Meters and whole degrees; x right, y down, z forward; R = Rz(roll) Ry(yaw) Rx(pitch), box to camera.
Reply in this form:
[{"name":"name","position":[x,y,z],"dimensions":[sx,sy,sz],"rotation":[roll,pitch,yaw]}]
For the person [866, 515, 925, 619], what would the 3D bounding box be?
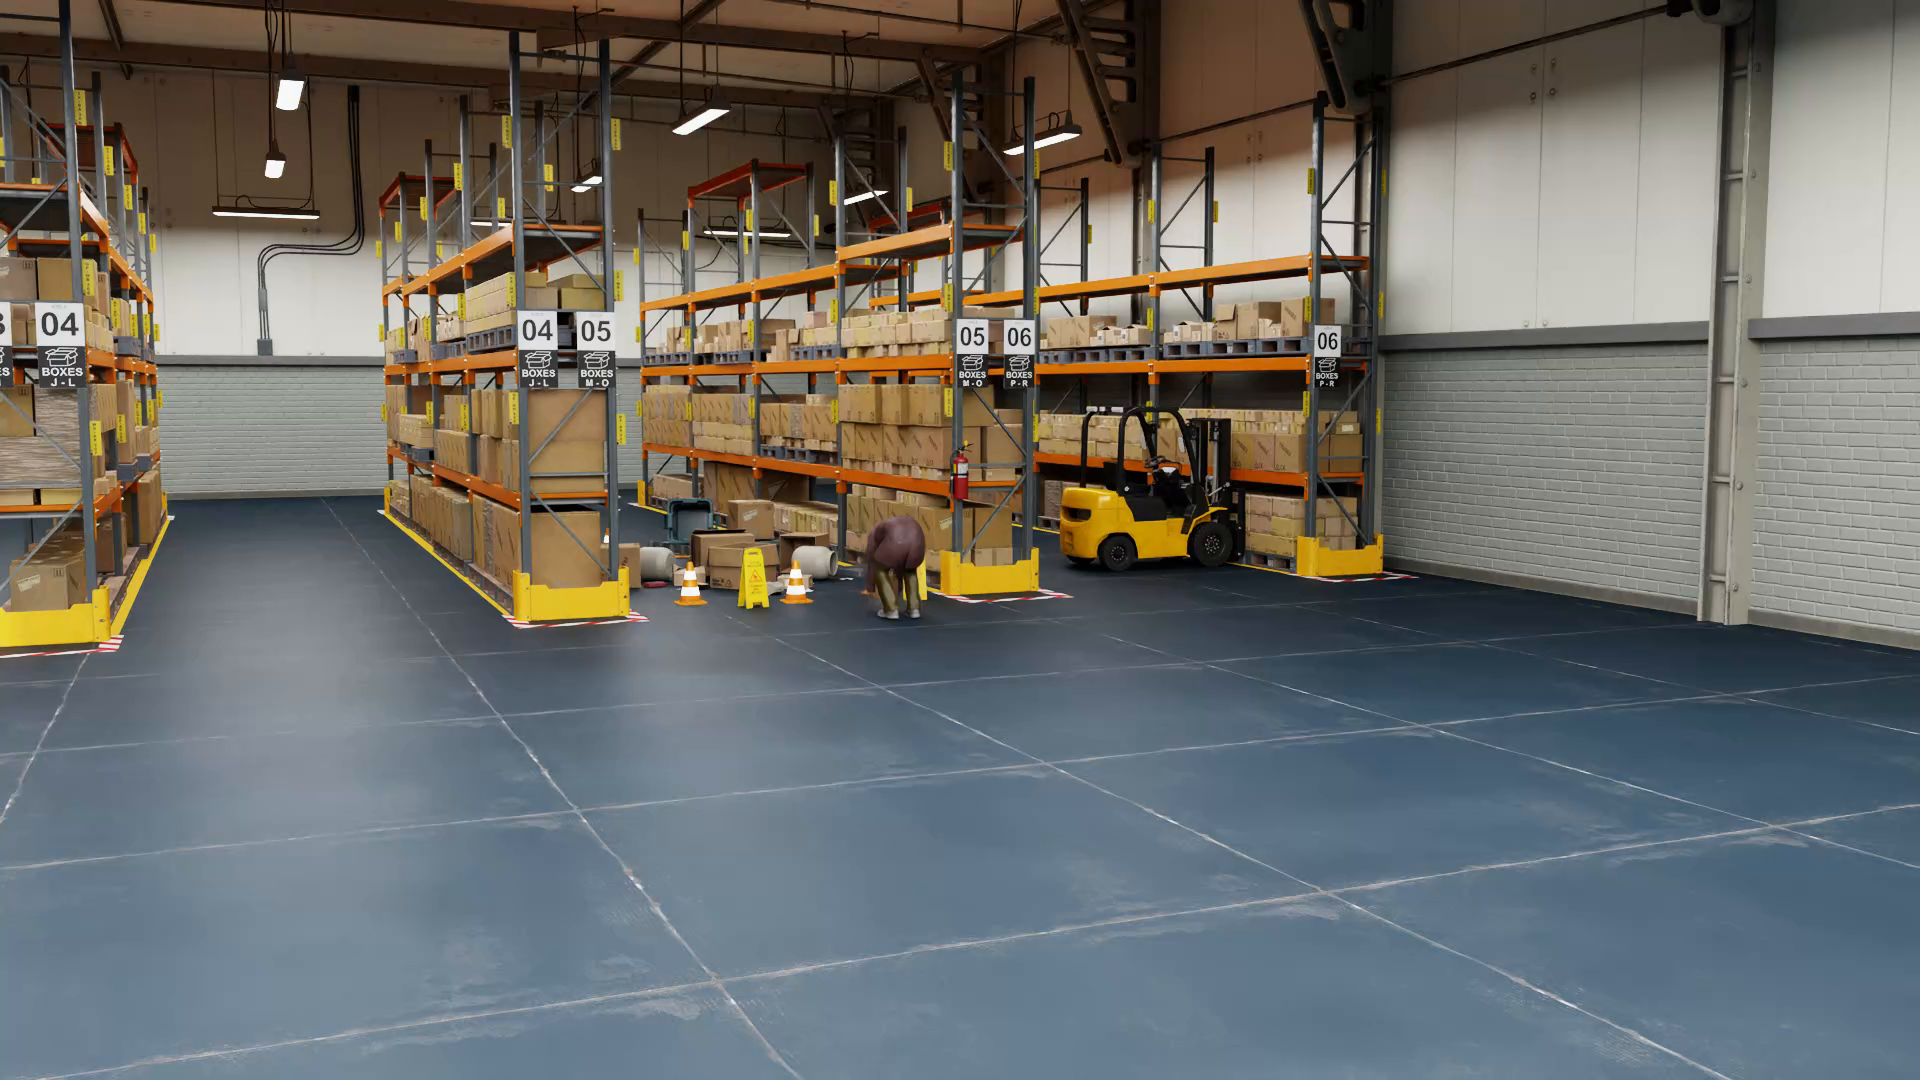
[{"name":"person","position":[-0.714,0.264,17.630],"dimensions":[0.580,1.078,0.949],"rotation":[-3,6,-26]}]
